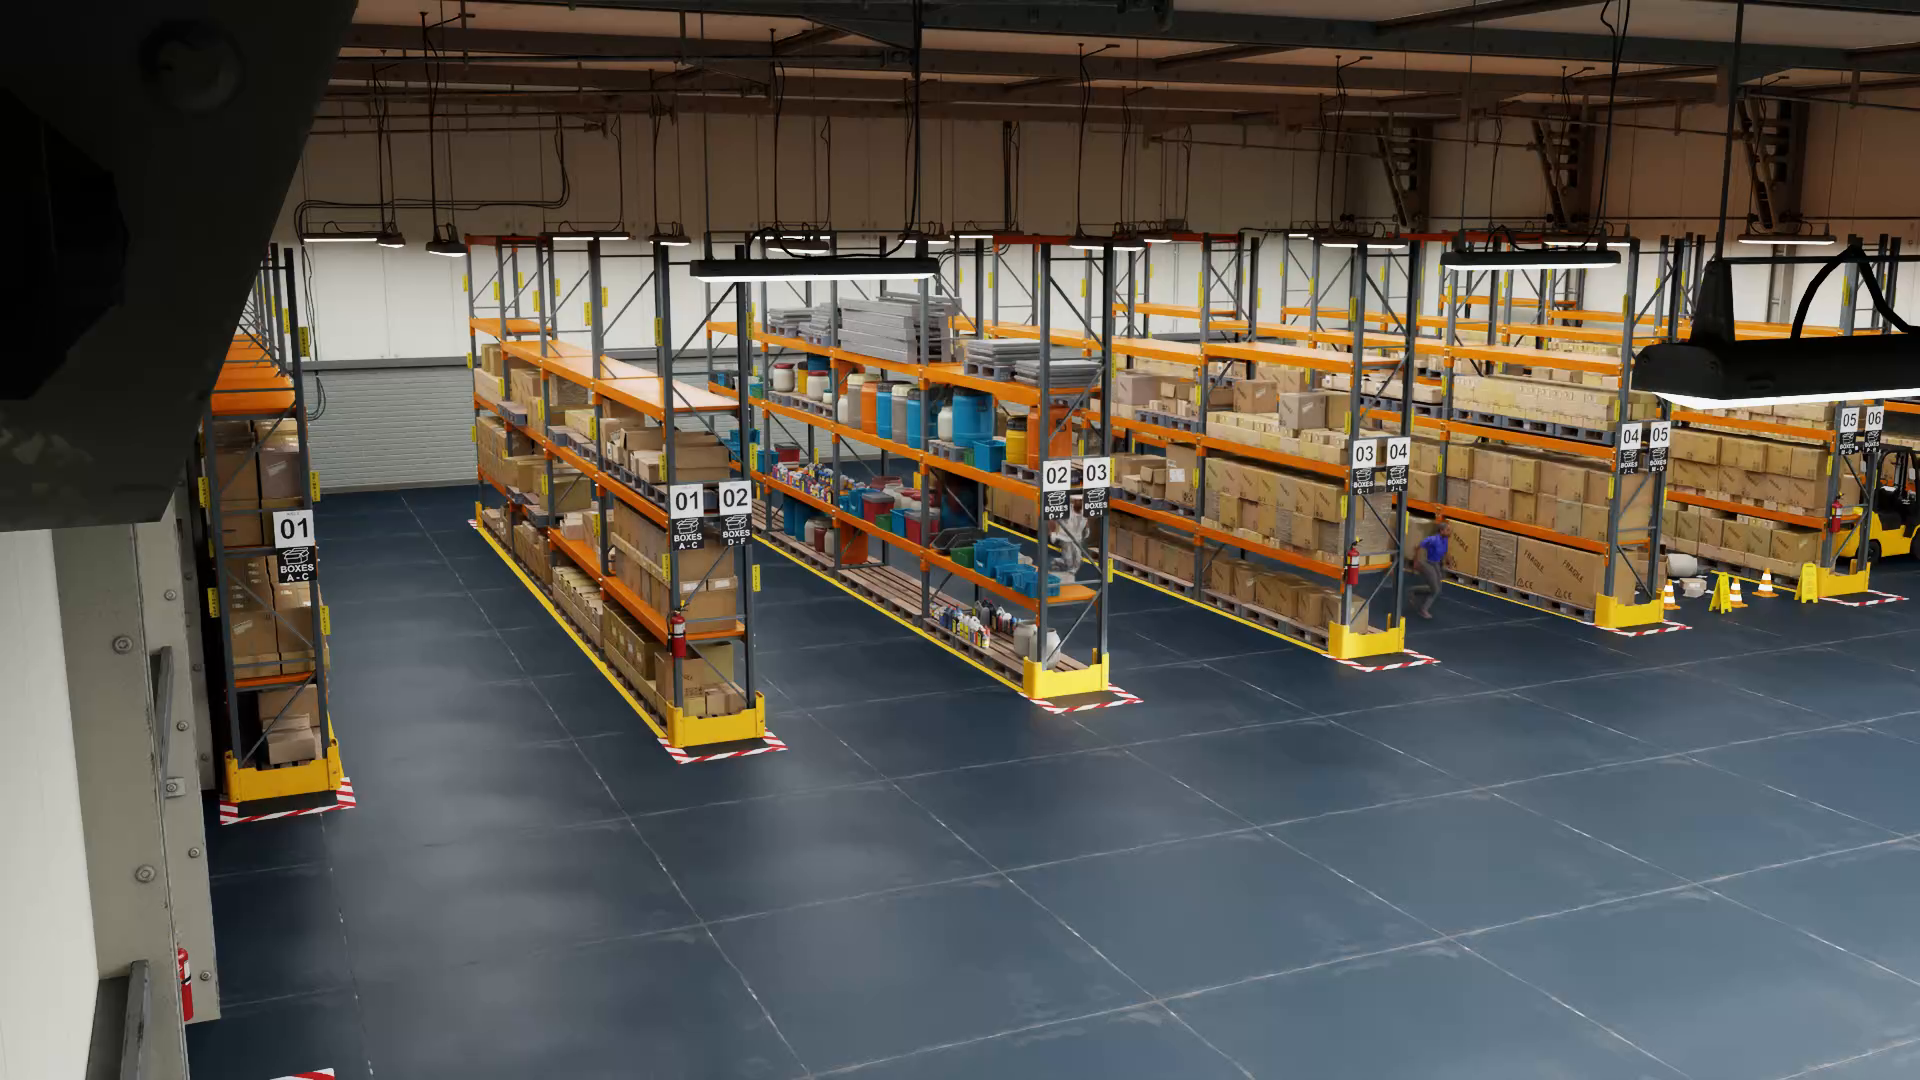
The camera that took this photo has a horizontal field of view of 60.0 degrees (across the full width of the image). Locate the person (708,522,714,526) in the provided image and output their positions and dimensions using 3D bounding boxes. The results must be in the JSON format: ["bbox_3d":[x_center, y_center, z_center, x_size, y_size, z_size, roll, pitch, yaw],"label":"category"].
[{"bbox_3d":[-4.878,-0.487,31.337,0.627,1.703,0.936,-7,13,-32],"label":"person"}]

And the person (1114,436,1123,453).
[{"bbox_3d":[3.919,-2.569,41.916,0.566,1.716,0.769,3,11,13],"label":"person"}]

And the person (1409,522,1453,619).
[{"bbox_3d":[7.558,0.484,26.648,0.696,1.563,0.563,11,15,43],"label":"person"}]

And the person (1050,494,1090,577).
[{"bbox_3d":[1.788,0.011,27.147,0.678,1.720,0.817,-7,13,-34],"label":"person"}]
